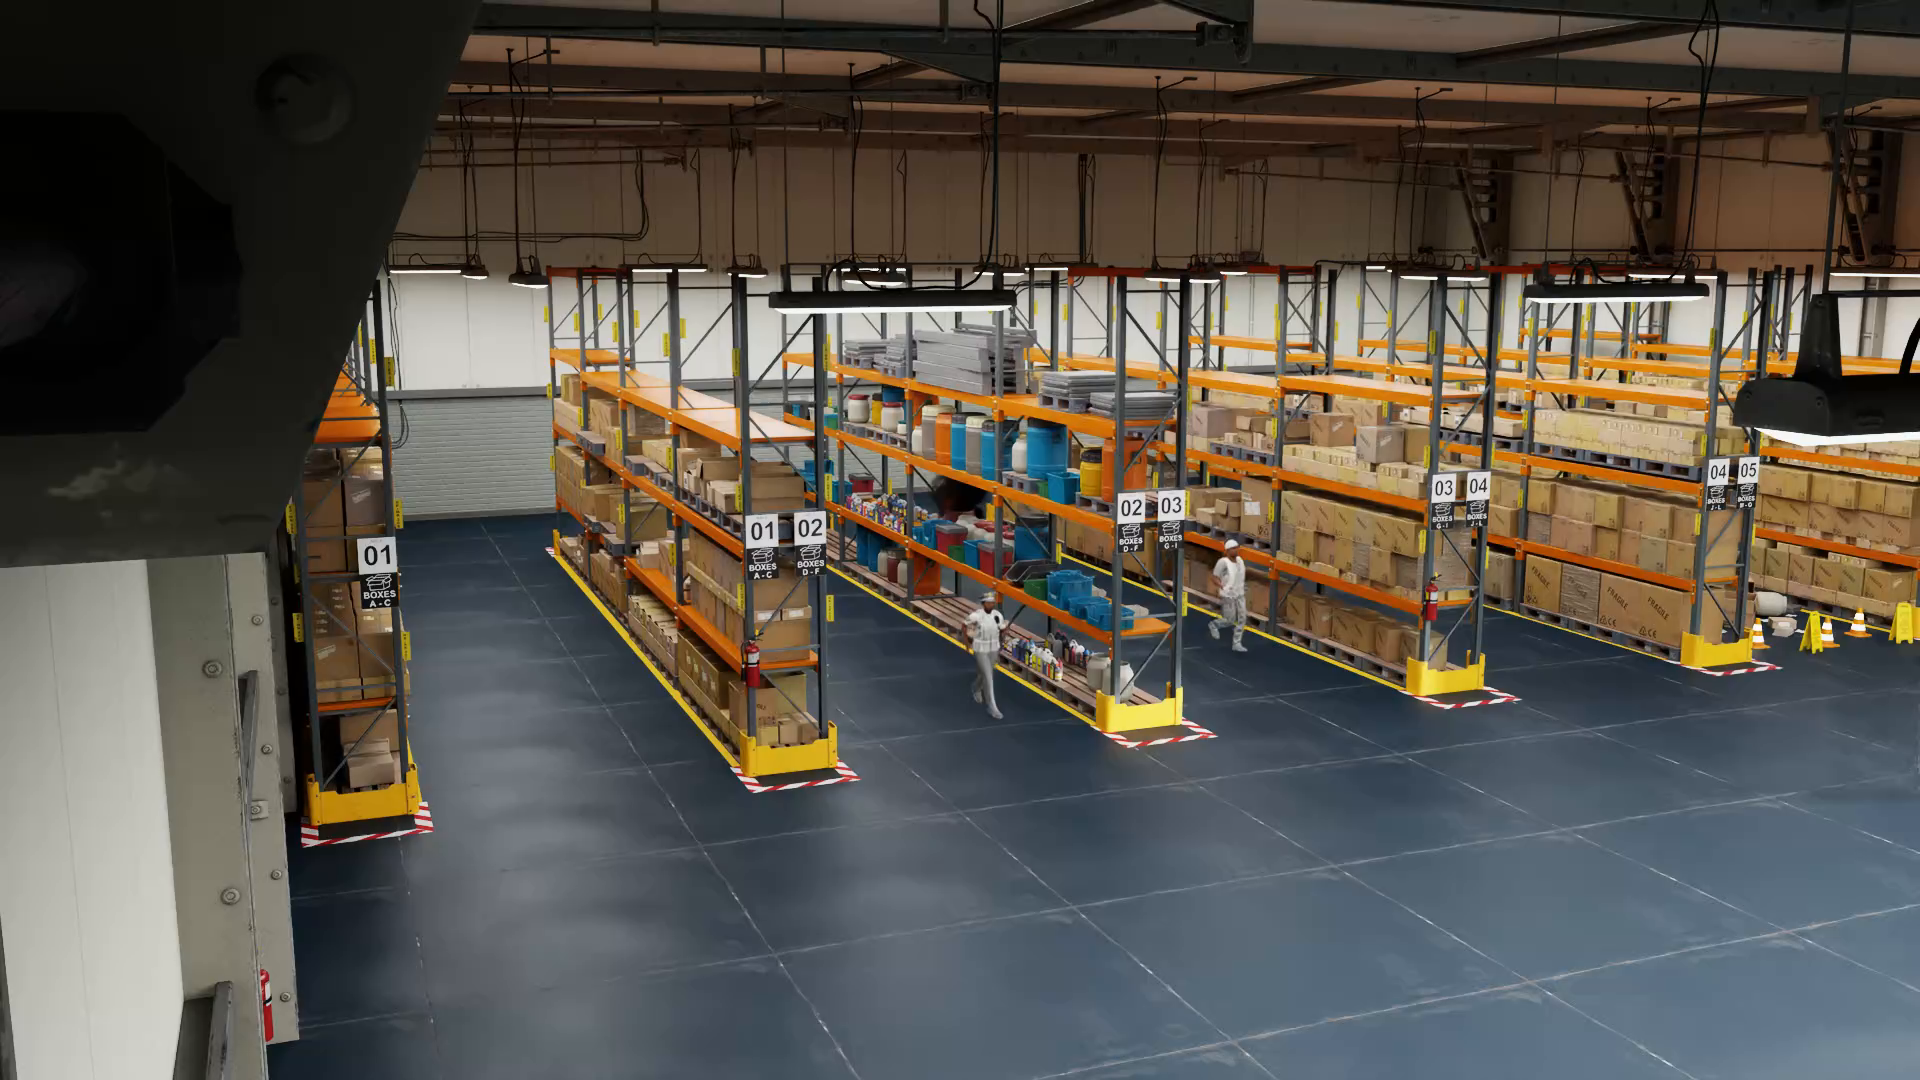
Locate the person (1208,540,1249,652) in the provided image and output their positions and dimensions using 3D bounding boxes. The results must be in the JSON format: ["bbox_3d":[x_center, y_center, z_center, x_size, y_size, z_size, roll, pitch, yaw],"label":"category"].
[{"bbox_3d":[4.284,0.866,26.274,0.700,1.749,0.799,-7,12,-35],"label":"person"}]

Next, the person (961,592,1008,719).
[{"bbox_3d":[0.361,1.528,22.867,0.567,1.697,0.900,-5,11,-28],"label":"person"}]
